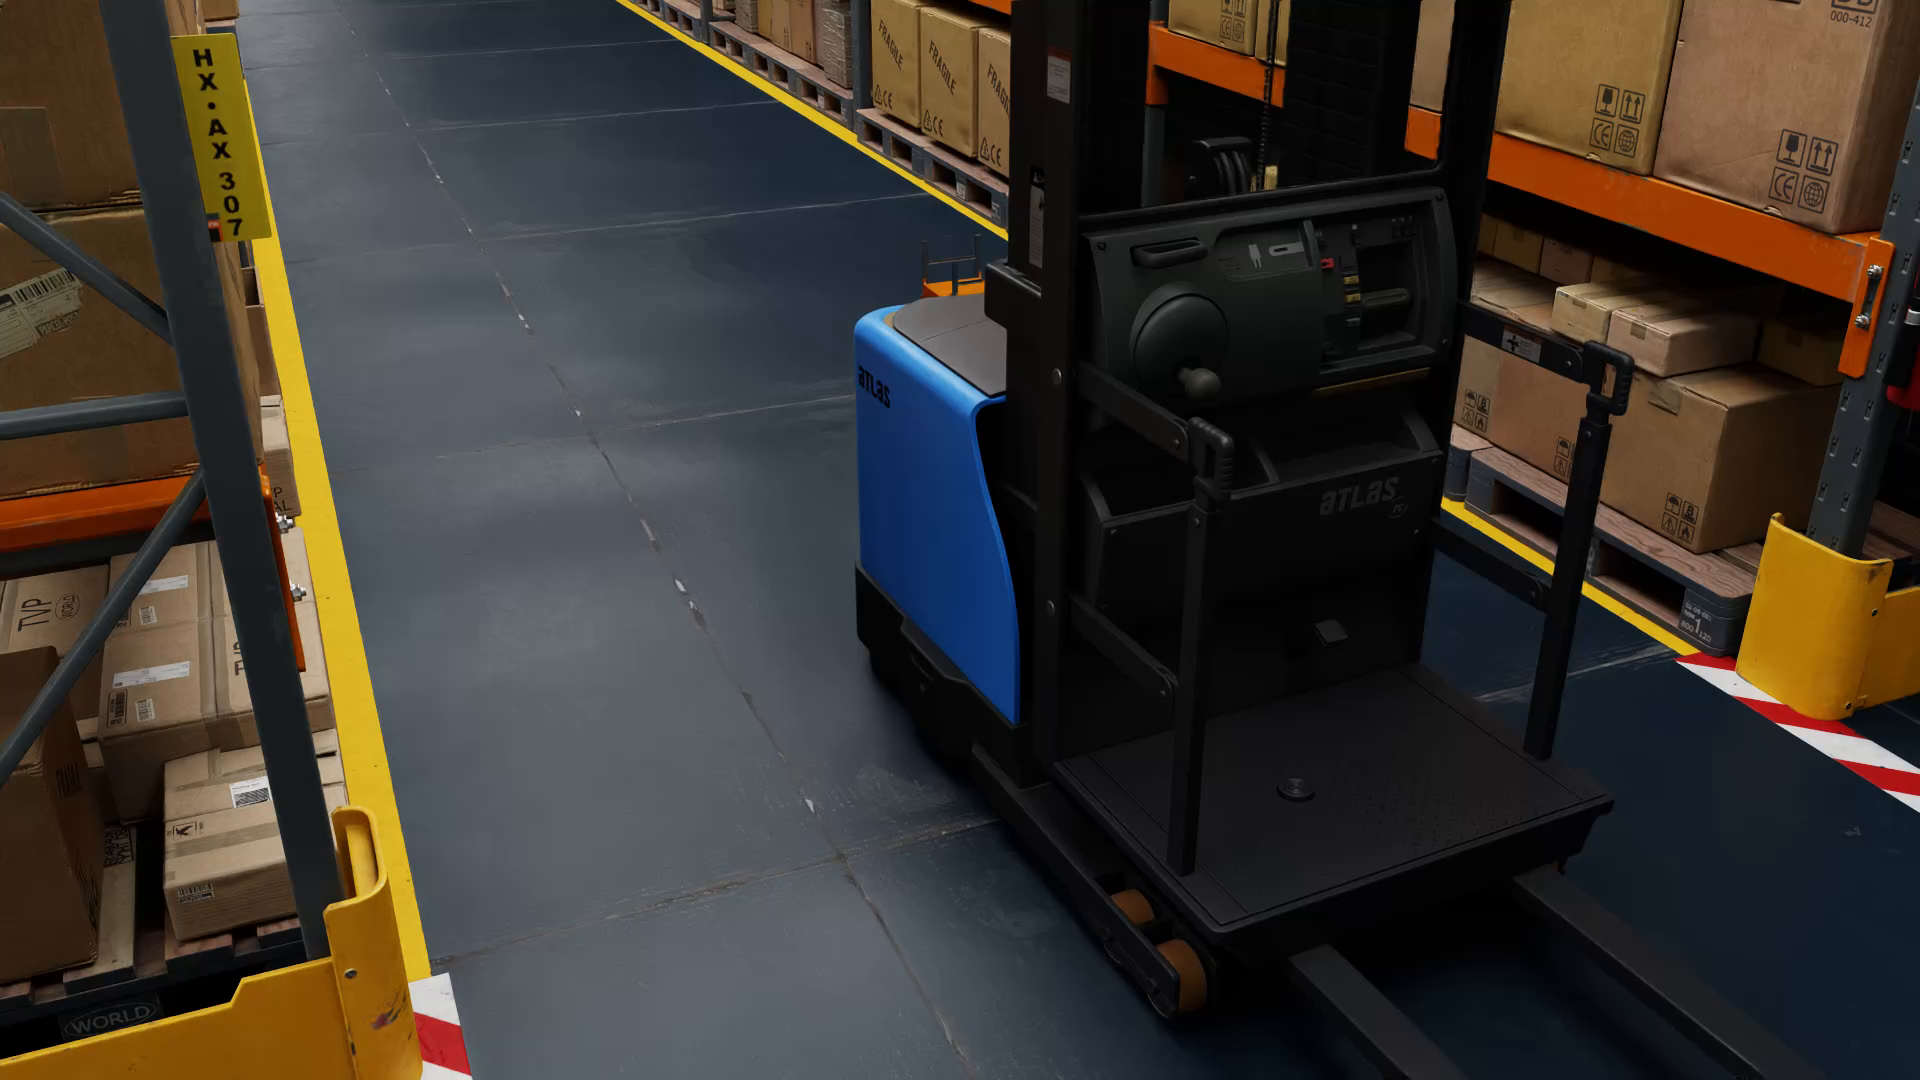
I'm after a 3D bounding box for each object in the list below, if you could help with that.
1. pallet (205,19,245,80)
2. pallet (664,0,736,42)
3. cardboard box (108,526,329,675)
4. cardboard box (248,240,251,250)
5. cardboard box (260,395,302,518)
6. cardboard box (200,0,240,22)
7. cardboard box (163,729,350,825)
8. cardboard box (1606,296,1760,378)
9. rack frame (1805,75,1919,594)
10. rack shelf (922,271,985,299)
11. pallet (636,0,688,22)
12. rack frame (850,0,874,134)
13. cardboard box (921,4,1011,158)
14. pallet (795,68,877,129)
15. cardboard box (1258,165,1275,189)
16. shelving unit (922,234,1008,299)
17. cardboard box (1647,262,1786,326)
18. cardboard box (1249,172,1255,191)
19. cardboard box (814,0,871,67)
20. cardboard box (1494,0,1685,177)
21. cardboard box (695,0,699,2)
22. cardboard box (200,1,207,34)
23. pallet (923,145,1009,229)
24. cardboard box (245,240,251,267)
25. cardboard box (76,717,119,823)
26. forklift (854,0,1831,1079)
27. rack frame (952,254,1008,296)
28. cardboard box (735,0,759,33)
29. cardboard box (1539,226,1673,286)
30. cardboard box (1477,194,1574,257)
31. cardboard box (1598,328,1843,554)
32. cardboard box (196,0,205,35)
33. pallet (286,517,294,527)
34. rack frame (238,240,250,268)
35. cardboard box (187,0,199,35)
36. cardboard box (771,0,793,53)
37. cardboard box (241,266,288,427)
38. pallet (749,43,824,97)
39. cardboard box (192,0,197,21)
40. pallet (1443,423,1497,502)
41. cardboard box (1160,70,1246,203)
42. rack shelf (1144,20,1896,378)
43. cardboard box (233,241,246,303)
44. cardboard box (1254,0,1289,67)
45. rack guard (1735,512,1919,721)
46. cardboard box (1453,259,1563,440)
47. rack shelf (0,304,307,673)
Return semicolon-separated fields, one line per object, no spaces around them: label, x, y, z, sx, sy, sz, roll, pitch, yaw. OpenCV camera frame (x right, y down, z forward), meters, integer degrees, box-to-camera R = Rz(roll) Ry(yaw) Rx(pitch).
pallet;-3.455;-2.023;6.694;1.003;0.211;1.213;-11;28;-21
pallet;-2.114;-4.862;15.468;1.003;0.211;1.213;-11;28;-21
cardboard box;-2.020;0.213;4.528;0.500;0.250;0.500;-11;28;-21
cardboard box;-3.813;-1.700;8.161;0.500;0.500;0.500;-12;28;-23
cardboard box;-2.465;-0.274;5.455;0.500;0.311;0.500;-11;28;-21
cardboard box;-3.222;-2.232;6.309;0.700;0.500;0.500;-22;34;-37
cardboard box;-1.622;0.593;3.844;0.380;0.166;0.250;-11;28;-21
cardboard box;2.296;-0.649;5.291;0.380;0.149;0.250;-11;28;-21
rack frame;2.881;-1.006;4.392;1.000;3.000;0.127;-11;28;-21
rack shelf;0.021;-0.696;5.356;0.215;0.259;0.240;-11;28;-21
pallet;-2.596;-5.356;16.479;1.003;0.211;1.213;-11;28;-21
rack frame;-0.252;-4.236;11.006;1.000;3.000;0.127;-11;28;-21
cardboard box;0.252;-2.784;10.005;0.750;0.750;0.750;-11;28;-21
pallet;-0.557;-3.298;12.265;1.003;0.211;1.213;-11;28;-21
cardboard box;1.479;-1.489;7.011;0.380;0.149;0.250;-10;28;-19
shelving unit;0.021;-0.450;5.475;0.215;1.050;0.252;-11;28;-21
cardboard box;2.548;-0.817;5.635;0.380;0.149;0.250;-10;28;-20
cardboard box;1.513;-1.367;7.501;0.700;0.500;0.500;-10;28;-20
cardboard box;-0.677;-3.820;12.502;0.700;0.500;0.500;-11;28;-21
cardboard box;2.376;-1.637;5.342;0.980;0.700;0.700;-11;28;-21
cardboard box;-2.262;-5.337;15.610;0.500;0.500;0.500;-13;29;-24
cardboard box;-2.811;-1.655;5.608;0.500;0.500;0.500;-10;28;-20
pallet;0.461;-2.160;9.933;1.003;0.211;1.213;-11;28;-21
cardboard box;-3.208;-1.080;6.890;0.500;0.500;0.500;-12;28;-23
cardboard box;-2.191;0.566;3.900;0.380;0.166;0.250;-11;28;-21
forklift;0.791;-0.500;3.433;1.130;2.935;3.031;-12;29;-23
rack frame;0.069;-0.401;5.375;0.200;1.050;0.008;-11;28;-21
cardboard box;-1.515;-4.631;14.163;0.700;0.500;0.500;-10;28;-19
cardboard box;2.350;-1.020;6.052;0.380;0.149;0.250;-10;28;-20
cardboard box;2.151;-1.226;6.473;0.380;0.149;0.250;-11;28;-22
cardboard box;2.514;-0.337;5.392;0.700;0.500;0.500;-11;28;-21
cardboard box;-2.404;-1.241;4.758;0.500;0.500;0.500;-10;28;-19
pallet;-2.493;0.256;4.986;1.003;0.211;1.213;-11;28;-21
rack frame;-3.243;-1.768;5.953;1.000;3.000;0.127;-11;28;-21
cardboard box;-2.010;-1.285;3.709;0.500;0.500;0.500;-10;28;-20
cardboard box;-1.104;-4.218;13.317;0.700;0.500;0.500;-10;28;-20
cardboard box;-2.758;-0.661;6.033;0.500;0.500;0.500;-11;28;-21
pallet;-1.031;-3.790;13.272;1.003;0.211;1.213;-11;28;-21
cardboard box;-2.406;-1.693;4.545;0.500;0.500;0.500;-10;28;-20
pallet;2.021;-0.554;6.644;1.003;0.211;1.213;-11;28;-21
cardboard box;0.940;-2.084;8.570;0.750;0.750;0.750;-10;28;-20
rack shelf;2.097;-1.490;6.203;1.077;0.370;4.000;-11;28;-21
cardboard box;-2.008;-0.833;3.924;0.500;0.500;0.500;-11;28;-21
cardboard box;1.792;-2.238;6.573;0.980;0.700;0.700;-11;28;-22
rack guard;2.890;0.127;4.920;1.175;0.500;0.348;-11;28;-21
cardboard box;2.121;-0.742;6.221;0.700;0.500;0.500;-12;28;-22
rack shelf;-2.459;-0.638;4.457;1.077;0.370;4.000;-11;28;-21
